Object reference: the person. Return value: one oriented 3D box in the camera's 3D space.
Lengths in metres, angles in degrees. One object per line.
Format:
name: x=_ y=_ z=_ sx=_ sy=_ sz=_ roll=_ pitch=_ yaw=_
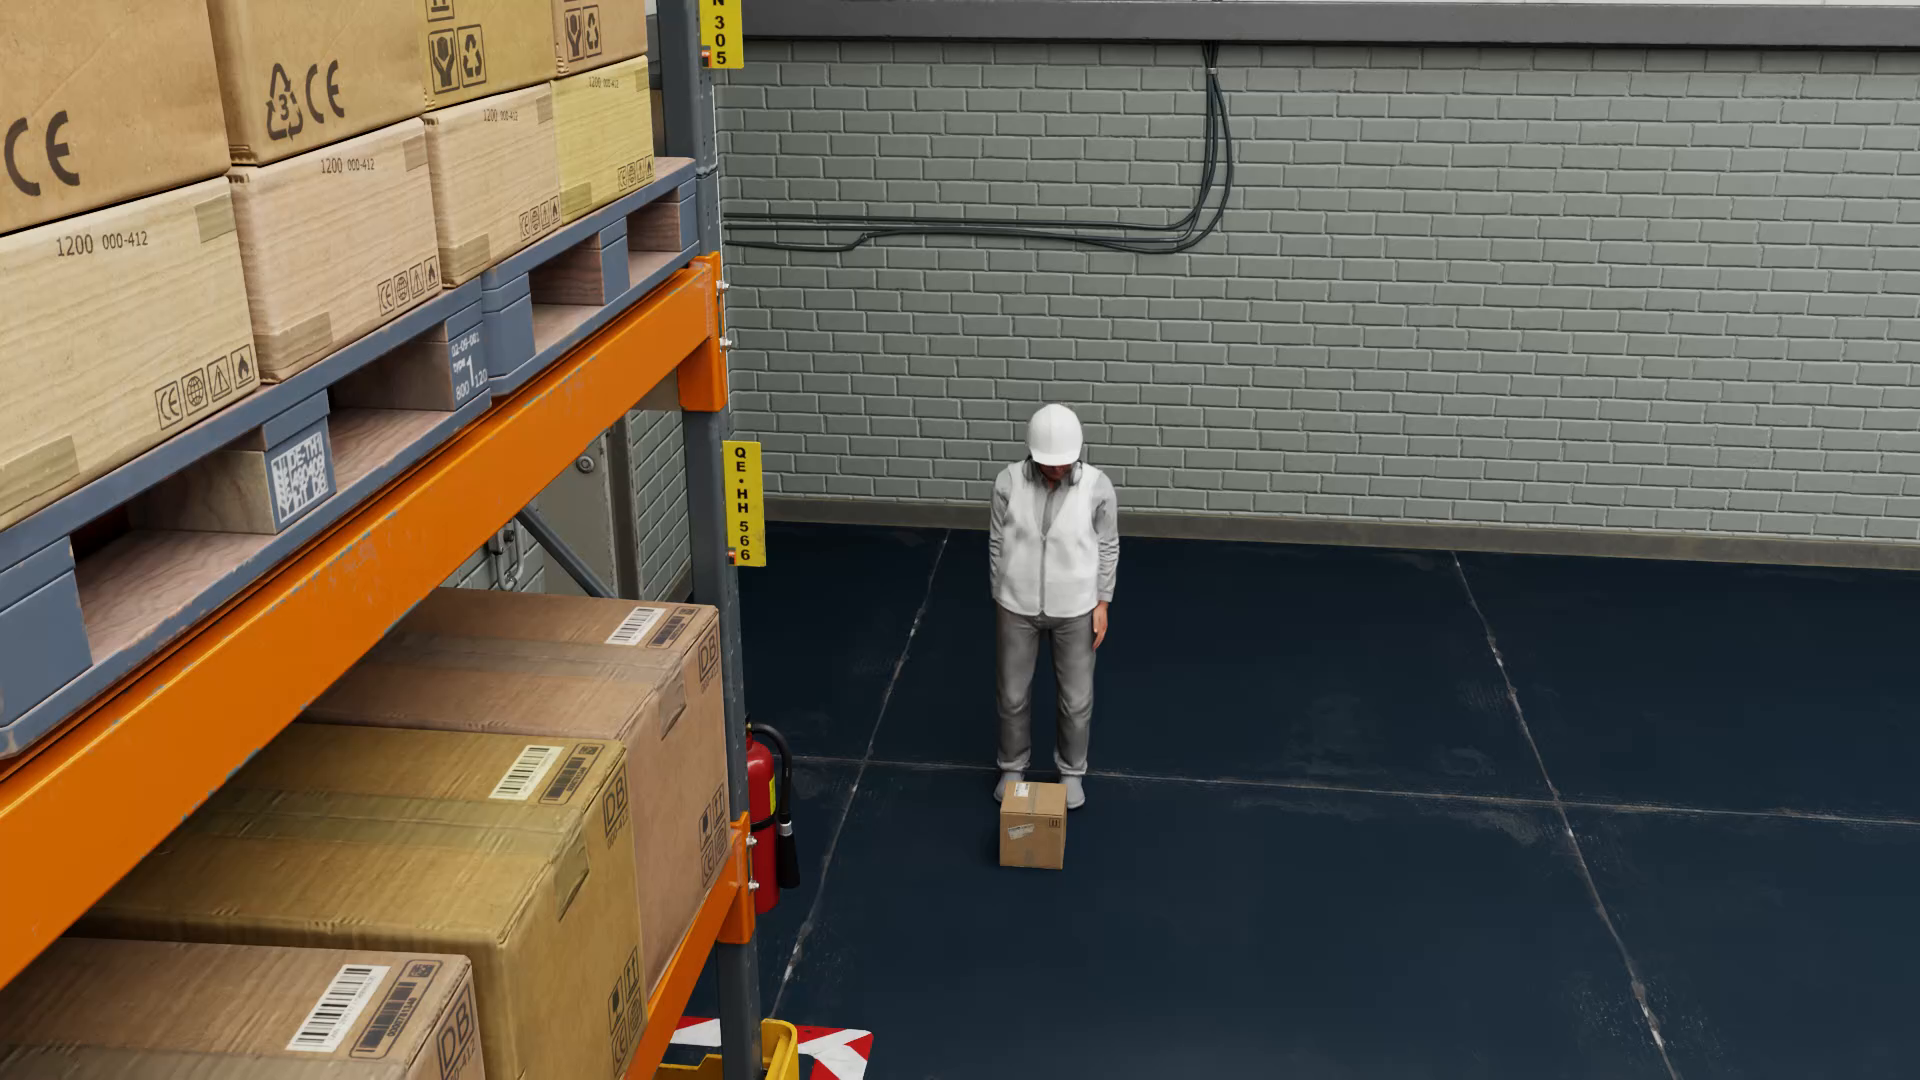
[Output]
person: x=0.380 y=0.272 z=6.870 sx=0.540 sy=1.756 sz=0.389 roll=3 pitch=21 yaw=8
